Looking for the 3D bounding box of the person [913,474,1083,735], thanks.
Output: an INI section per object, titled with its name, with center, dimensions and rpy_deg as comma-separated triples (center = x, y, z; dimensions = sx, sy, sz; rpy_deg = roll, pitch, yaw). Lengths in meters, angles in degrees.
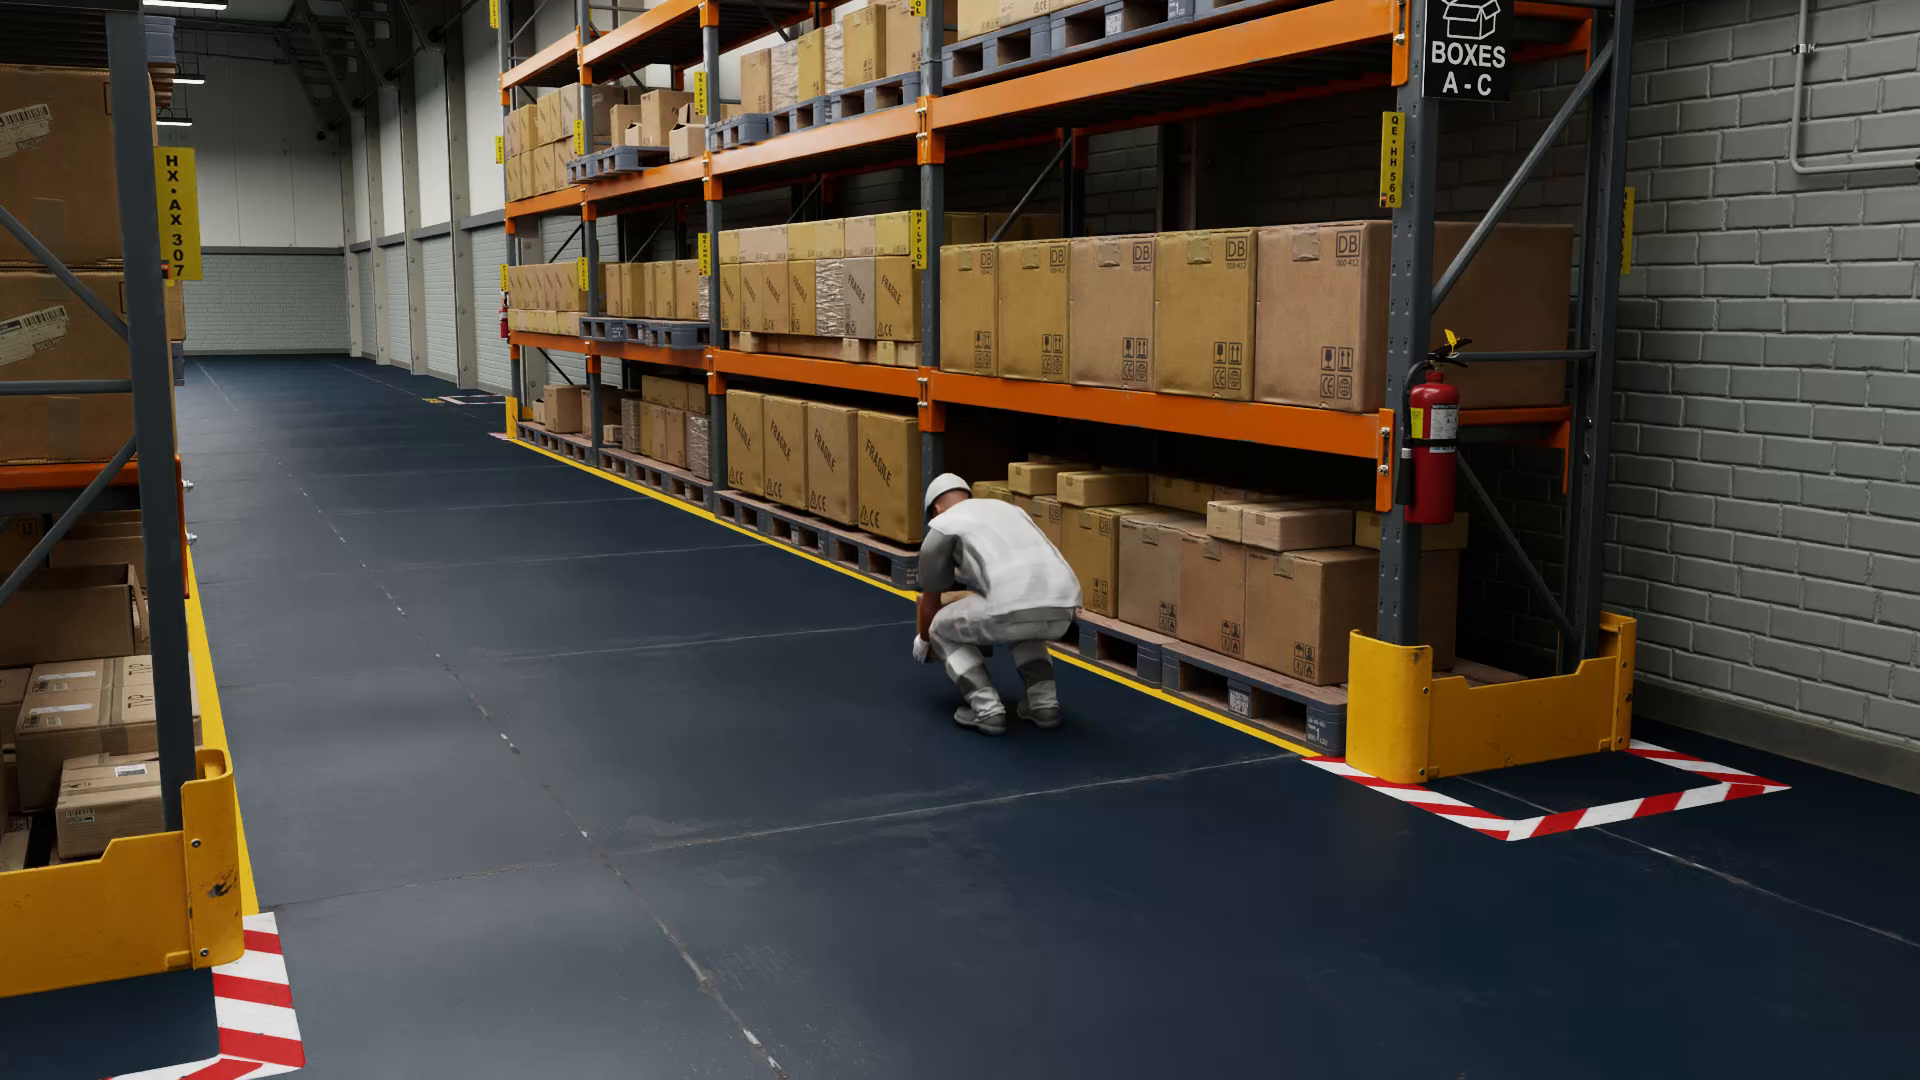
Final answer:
[person]
center = 0.129, 0.248, 6.828
dimensions = 0.542, 0.993, 0.907
rpy_deg = -4, 9, -27
